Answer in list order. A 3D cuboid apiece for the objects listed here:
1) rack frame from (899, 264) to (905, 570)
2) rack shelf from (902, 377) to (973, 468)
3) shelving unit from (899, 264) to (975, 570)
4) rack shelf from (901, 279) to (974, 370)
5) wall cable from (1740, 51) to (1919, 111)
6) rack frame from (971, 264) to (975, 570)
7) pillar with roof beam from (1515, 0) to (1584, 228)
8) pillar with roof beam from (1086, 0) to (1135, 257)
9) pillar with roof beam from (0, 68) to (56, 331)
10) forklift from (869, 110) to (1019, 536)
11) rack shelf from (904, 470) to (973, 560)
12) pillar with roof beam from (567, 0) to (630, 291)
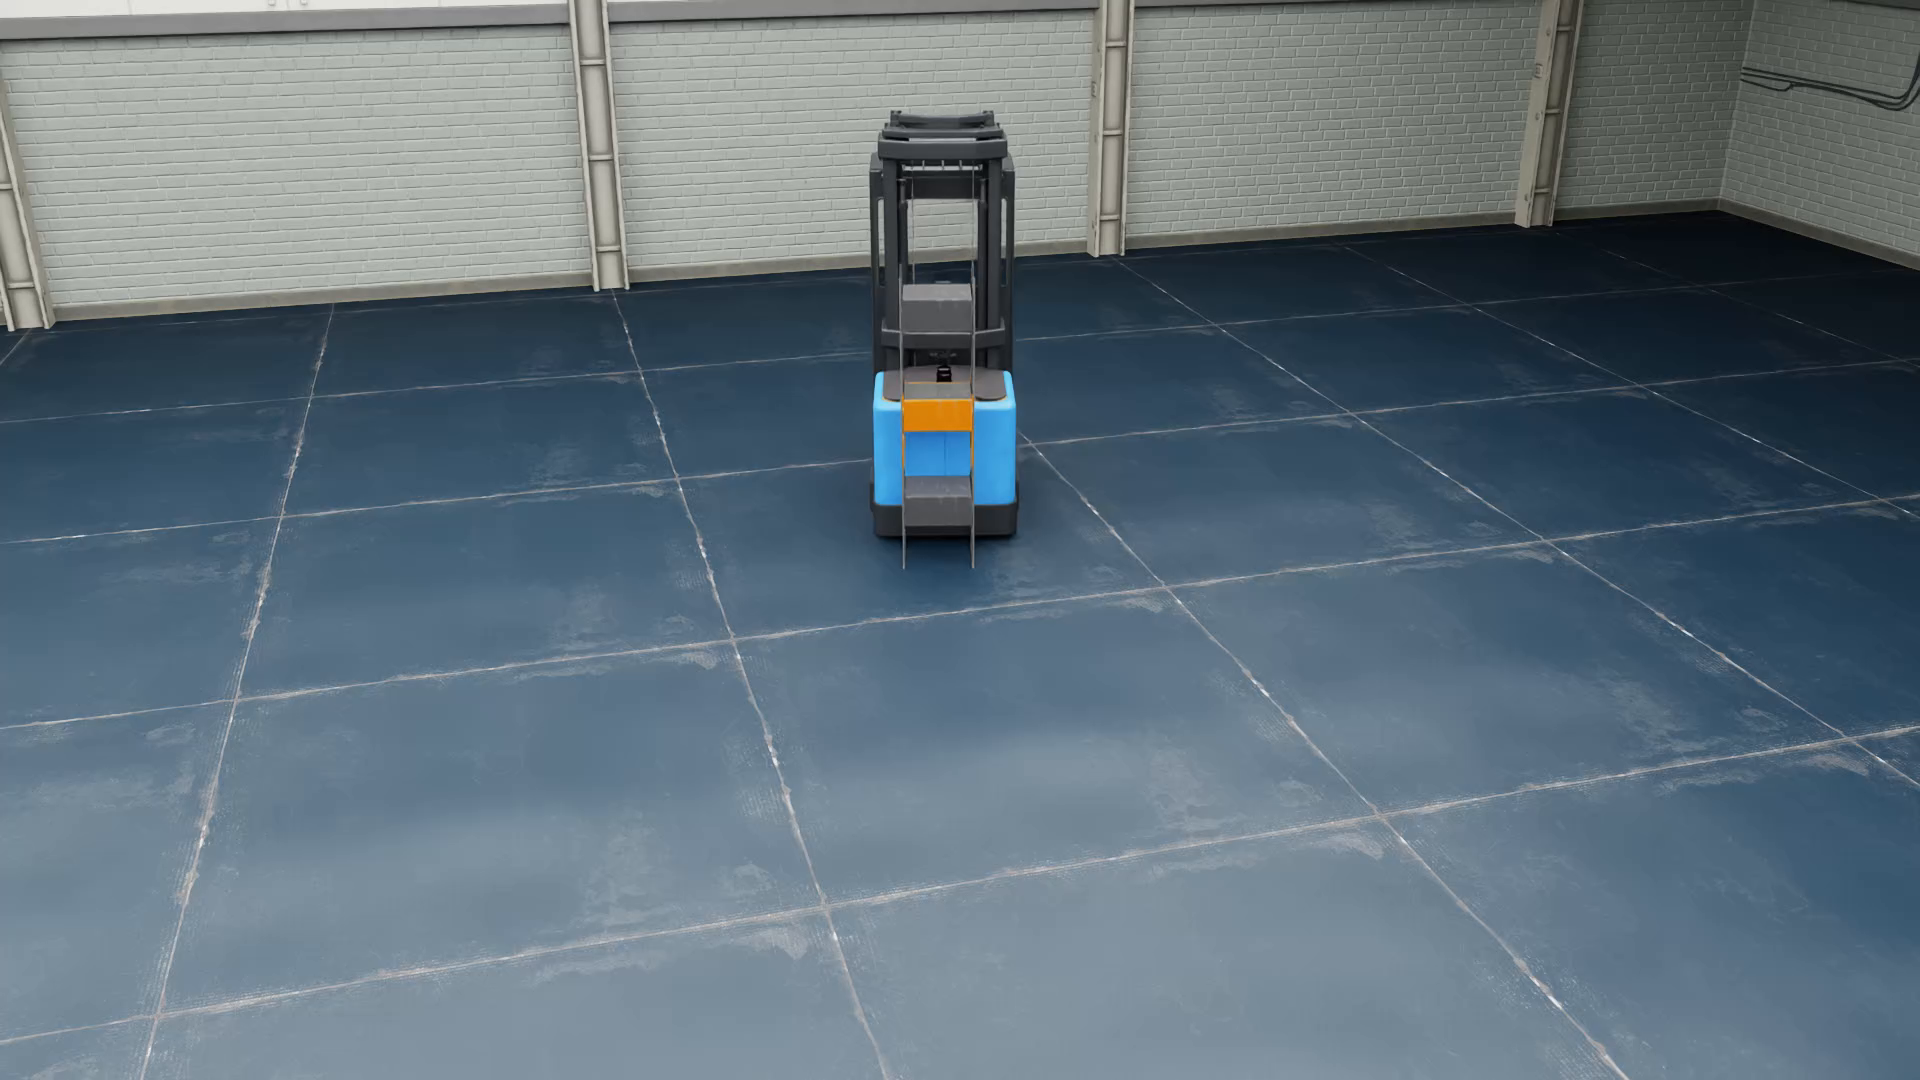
[{"bbox_3d":[-0.399,-0.830,11.523,0.015,2.100,0.400,0,23,-1],"label":"rack frame"},{"bbox_3d":[-0.155,-0.820,11.533,0.480,0.518,0.431,0,23,-1],"label":"rack shelf"},{"bbox_3d":[-0.155,-0.833,11.527,0.503,2.100,0.431,0,23,-1],"label":"shelving unit"},{"bbox_3d":[-0.155,-1.463,11.257,0.480,0.518,0.431,0,23,-1],"label":"rack shelf"},{"bbox_3d":[10.761,-6.692,20.372,0.112,2.526,3.097,-6,24,-14],"label":"wall cable"},{"bbox_3d":[0.089,-0.835,11.532,0.015,2.100,0.400,0,23,-1],"label":"rack frame"},{"bbox_3d":[8.731,-6.673,16.389,0.400,9.000,9.100,-6,24,-14],"label":"pillar with roof beam"},{"bbox_3d":[2.954,-6.034,14.900,0.400,9.000,9.100,-6,24,-14],"label":"pillar with roof beam"},{"bbox_3d":[-8.600,-4.755,11.921,0.400,9.000,9.100,-6,24,-14],"label":"pillar with roof beam"},{"bbox_3d":[-0.139,-1.909,12.982,1.130,2.935,3.031,0,23,-1],"label":"forklift"},{"bbox_3d":[-0.155,-0.177,11.809,0.480,0.518,0.431,0,23,-1],"label":"rack shelf"},{"bbox_3d":[-2.823,-5.395,13.410,0.400,9.000,9.100,-6,24,-14],"label":"pillar with roof beam"}]
